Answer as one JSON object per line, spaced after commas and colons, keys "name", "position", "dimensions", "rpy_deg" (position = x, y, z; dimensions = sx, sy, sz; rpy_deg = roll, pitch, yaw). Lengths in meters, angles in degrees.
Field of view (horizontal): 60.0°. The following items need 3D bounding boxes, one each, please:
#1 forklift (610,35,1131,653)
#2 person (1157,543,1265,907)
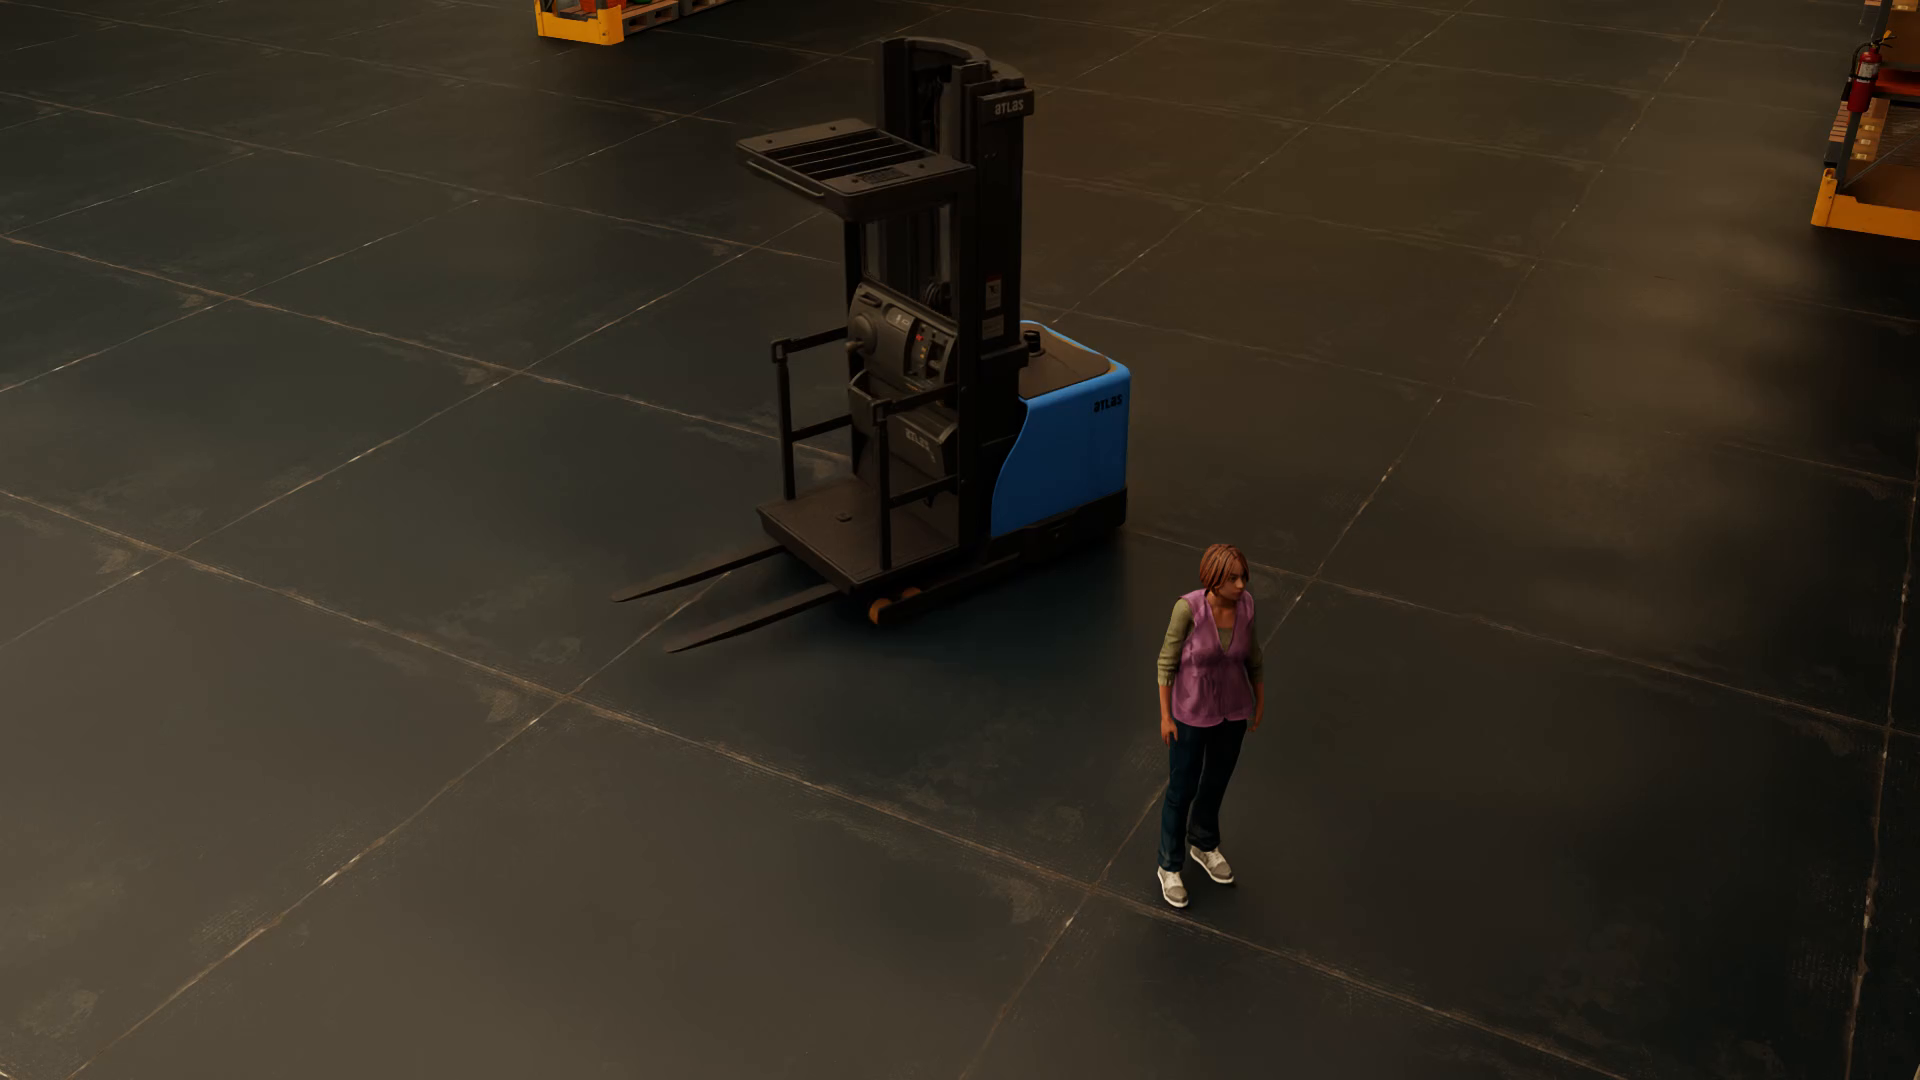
{"name": "forklift", "position": [-0.487, -1.082, 8.945], "dimensions": [3.031, 2.935, 1.130], "rpy_deg": [-20, 36, -31]}
{"name": "person", "position": [1.088, 0.777, 7.054], "dimensions": [0.506, 1.604, 0.458], "rpy_deg": [-10, 31, -16]}
